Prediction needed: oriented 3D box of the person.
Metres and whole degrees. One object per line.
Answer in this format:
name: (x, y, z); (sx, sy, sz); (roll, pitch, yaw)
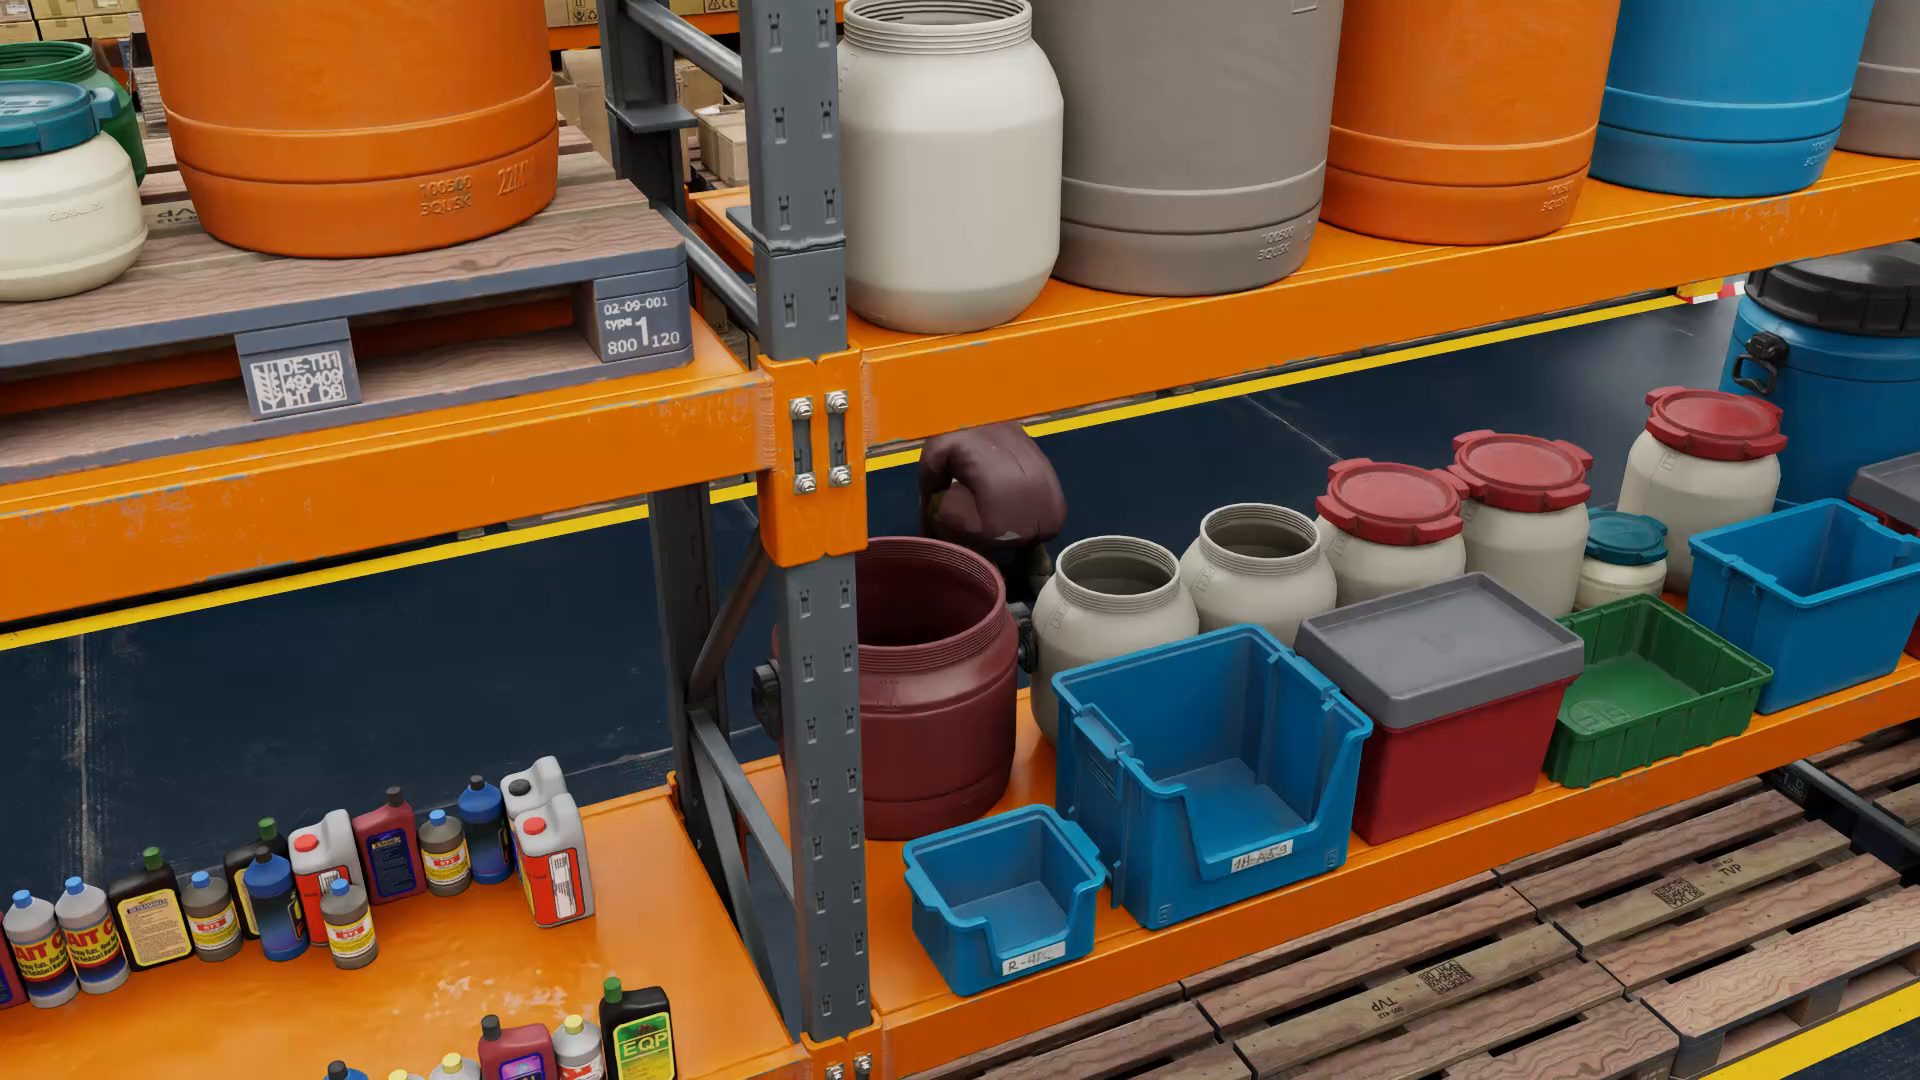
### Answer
person: (0.127, -0.171, 7.544); (0.581, 0.881, 0.930); (-13, 32, -23)
